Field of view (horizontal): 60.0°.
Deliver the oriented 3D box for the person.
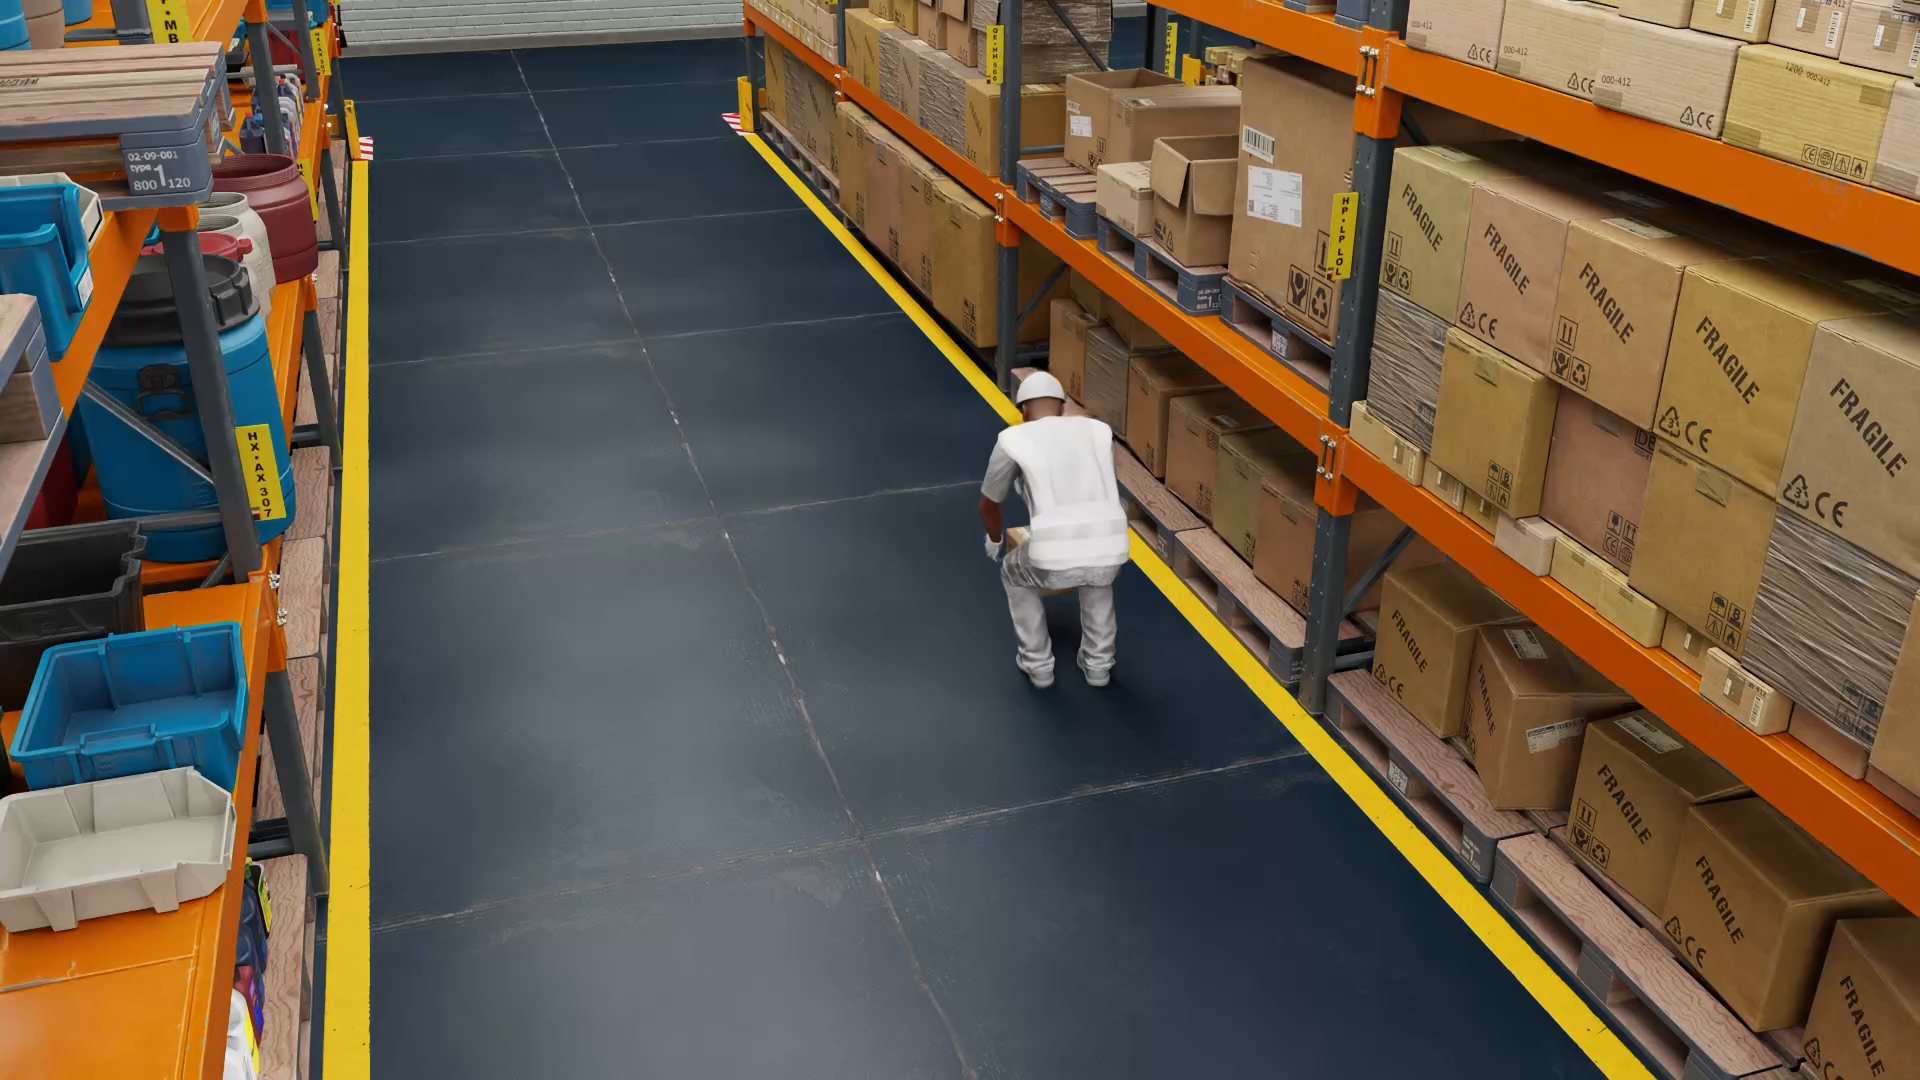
[{"bbox_3d":[0.408,-0.012,7.174,0.610,1.293,0.823,-5,26,-9],"label":"person"}]
